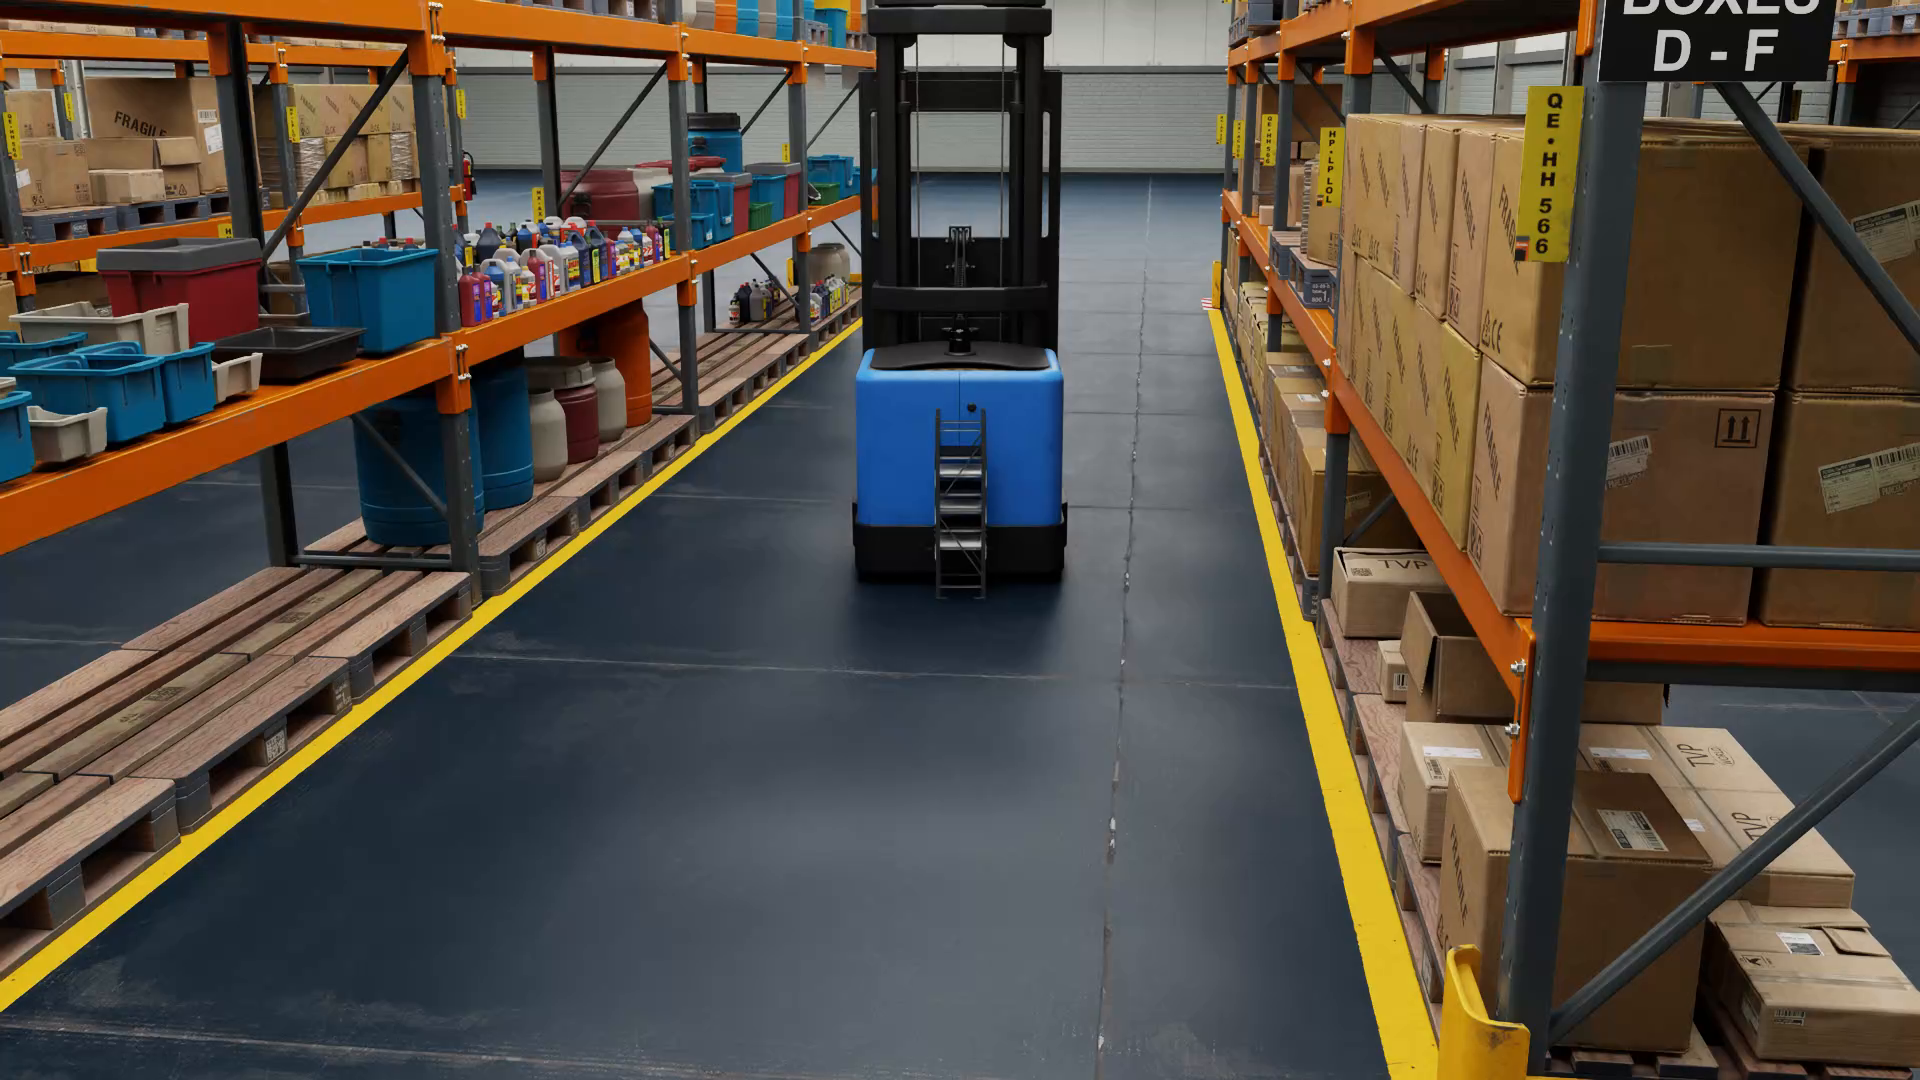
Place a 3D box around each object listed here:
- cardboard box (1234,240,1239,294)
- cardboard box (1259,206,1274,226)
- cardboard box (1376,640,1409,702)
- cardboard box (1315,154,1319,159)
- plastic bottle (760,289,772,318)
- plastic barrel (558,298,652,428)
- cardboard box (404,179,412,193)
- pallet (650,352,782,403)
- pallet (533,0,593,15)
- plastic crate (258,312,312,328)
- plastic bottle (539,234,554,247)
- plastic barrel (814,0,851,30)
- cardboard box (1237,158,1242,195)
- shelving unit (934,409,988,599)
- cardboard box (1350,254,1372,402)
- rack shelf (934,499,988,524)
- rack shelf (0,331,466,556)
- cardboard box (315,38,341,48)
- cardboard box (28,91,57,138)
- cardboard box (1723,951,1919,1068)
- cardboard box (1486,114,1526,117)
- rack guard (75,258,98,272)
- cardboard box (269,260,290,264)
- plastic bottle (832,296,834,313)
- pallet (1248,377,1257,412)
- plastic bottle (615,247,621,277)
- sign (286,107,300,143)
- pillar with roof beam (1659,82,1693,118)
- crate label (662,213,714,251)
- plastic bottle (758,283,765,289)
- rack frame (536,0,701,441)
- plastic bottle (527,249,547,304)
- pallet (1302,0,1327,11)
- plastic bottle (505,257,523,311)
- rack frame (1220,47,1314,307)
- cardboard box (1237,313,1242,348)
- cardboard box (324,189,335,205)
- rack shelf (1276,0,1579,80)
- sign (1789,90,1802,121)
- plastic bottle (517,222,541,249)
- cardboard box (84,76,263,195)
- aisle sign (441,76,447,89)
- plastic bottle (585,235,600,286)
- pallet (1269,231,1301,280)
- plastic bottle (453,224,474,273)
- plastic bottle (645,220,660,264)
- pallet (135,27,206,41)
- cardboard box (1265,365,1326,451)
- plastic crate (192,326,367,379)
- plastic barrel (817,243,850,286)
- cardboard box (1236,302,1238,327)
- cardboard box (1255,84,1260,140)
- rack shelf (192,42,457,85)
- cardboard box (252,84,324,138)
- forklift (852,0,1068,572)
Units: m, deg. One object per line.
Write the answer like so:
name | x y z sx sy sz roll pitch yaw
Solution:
cardboard box | 2.972 -2.693 16.401 0.500 0.500 0.500 2 15 6
cardboard box | 2.713 -2.725 13.974 0.380 0.149 0.250 2 15 6
cardboard box | 1.764 0.488 6.198 0.380 0.166 0.250 2 15 6
cardboard box | 2.606 -2.117 10.247 0.700 0.500 0.500 -3 16 -13
plastic bottle | -1.947 -2.342 16.451 0.152 0.276 0.135 2 15 6
plastic barrel | -2.395 -1.207 11.232 0.600 0.830 0.708 2 15 6
cardboard box | -6.321 -3.940 18.466 0.380 0.149 0.250 2 15 6
pallet | -2.090 -1.348 13.745 1.003 0.211 1.213 2 15 6
pallet | -2.691 -2.999 9.122 1.003 0.211 1.213 2 15 6
plastic crate | -3.002 -0.927 7.234 0.396 0.136 0.243 2 15 6
plastic bottle | -2.653 -1.862 10.681 0.097 0.201 0.097 0 15 0
plastic barrel | -1.456 -5.696 17.570 0.600 0.588 0.600 0 15 0
cardboard box | 3.402 -4.035 18.146 0.700 0.500 0.500 2 15 6
shelving unit | 0.003 -0.174 8.083 0.258 0.900 0.210 0 15 0
cardboard box | 1.731 -0.786 6.131 0.500 0.500 0.500 2 15 7
rack shelf | 0.003 -0.142 8.092 0.258 0.077 0.200 0 15 0
rack shelf | -3.033 -0.276 5.814 1.077 0.370 4.000 2 15 6
cardboard box | -6.466 -4.985 16.391 0.500 0.250 0.500 2 15 6
cardboard box | -11.372 -5.071 19.813 0.875 0.550 0.550 2 15 6
cardboard box | 2.051 1.108 3.937 0.380 0.149 0.250 2 15 6
cardboard box | 2.314 -1.387 6.438 0.500 0.500 0.500 2 15 7
rack guard | -11.289 -3.372 20.674 1.175 0.500 0.348 2 15 6
cardboard box | -6.684 -2.610 17.052 0.500 0.500 0.500 7 17 24
plastic bottle | -1.325 -2.397 16.798 0.097 0.201 0.097 0 15 0
pallet | 2.837 -1.214 13.248 1.003 0.211 1.213 2 15 6
plastic bottle | -2.112 -1.700 10.083 0.097 0.201 0.097 0 15 0
sign | -6.274 -3.906 15.643 0.100 0.325 0.005 2 15 6
pillar with roof beam | 5.570 -8.334 22.744 9.100 9.000 0.400 2 15 6
crate label | -1.936 -2.197 11.860 0.303 0.233 0.416 2 15 6
plastic bottle | -2.038 -2.465 16.908 0.152 0.276 0.135 2 15 7
rack frame | -2.356 -2.179 11.475 1.000 3.000 0.127 2 15 6
plastic bottle | -2.242 -1.398 8.810 0.061 0.283 0.133 2 15 6
pallet | 2.371 -2.788 8.341 1.213 0.211 1.003 2 15 6
plastic bottle | -2.295 -1.313 8.517 0.097 0.271 0.097 0 15 0
rack frame | 3.468 -4.107 18.605 1.000 3.000 0.127 2 15 6
cardboard box | 2.725 -1.848 14.713 0.500 0.250 0.500 1 15 5
cardboard box | -6.461 -3.418 16.538 0.380 0.149 0.250 2 15 6
rack shelf | 2.339 -2.614 8.716 1.077 0.370 4.000 2 15 6
sign | 8.939 -4.652 17.797 0.100 0.325 0.005 2 15 6
plastic bottle | -2.779 -1.897 10.667 0.152 0.276 0.135 2 15 6
cardboard box | -7.055 -3.653 14.971 1.000 1.000 1.000 2 15 7
aisle sign | -6.070 -5.662 19.375 0.394 0.787 0.004 2 15 6
plastic bottle | -2.143 -1.626 9.654 0.061 0.283 0.133 2 15 6
pallet | 2.558 -1.762 10.299 1.213 0.211 1.003 2 15 6
plastic bottle | -2.905 -1.652 9.618 0.144 0.351 0.185 2 15 6
plastic bottle | -2.004 -1.946 10.834 0.061 0.283 0.133 2 15 6
pallet | -7.116 -4.294 13.908 1.213 0.211 1.003 2 15 6
cardboard box | 2.176 -0.792 10.292 0.500 0.500 0.500 1 15 4
plastic crate | -2.667 -0.740 6.563 0.437 0.125 0.590 2 15 6
plastic barrel | -1.452 -3.083 18.778 0.421 0.512 0.421 0 15 0
cardboard box | 2.851 -2.072 15.541 0.500 0.250 0.500 2 15 6
cardboard box | 3.116 -3.991 15.497 0.700 0.500 0.500 2 15 6
rack shelf | -6.601 -4.982 17.472 1.077 0.370 4.000 2 15 6
cardboard box | -6.523 -4.146 16.073 0.500 0.500 0.500 2 15 6
forklift | 0.002 -1.579 9.385 1.130 2.935 3.031 0 15 0
